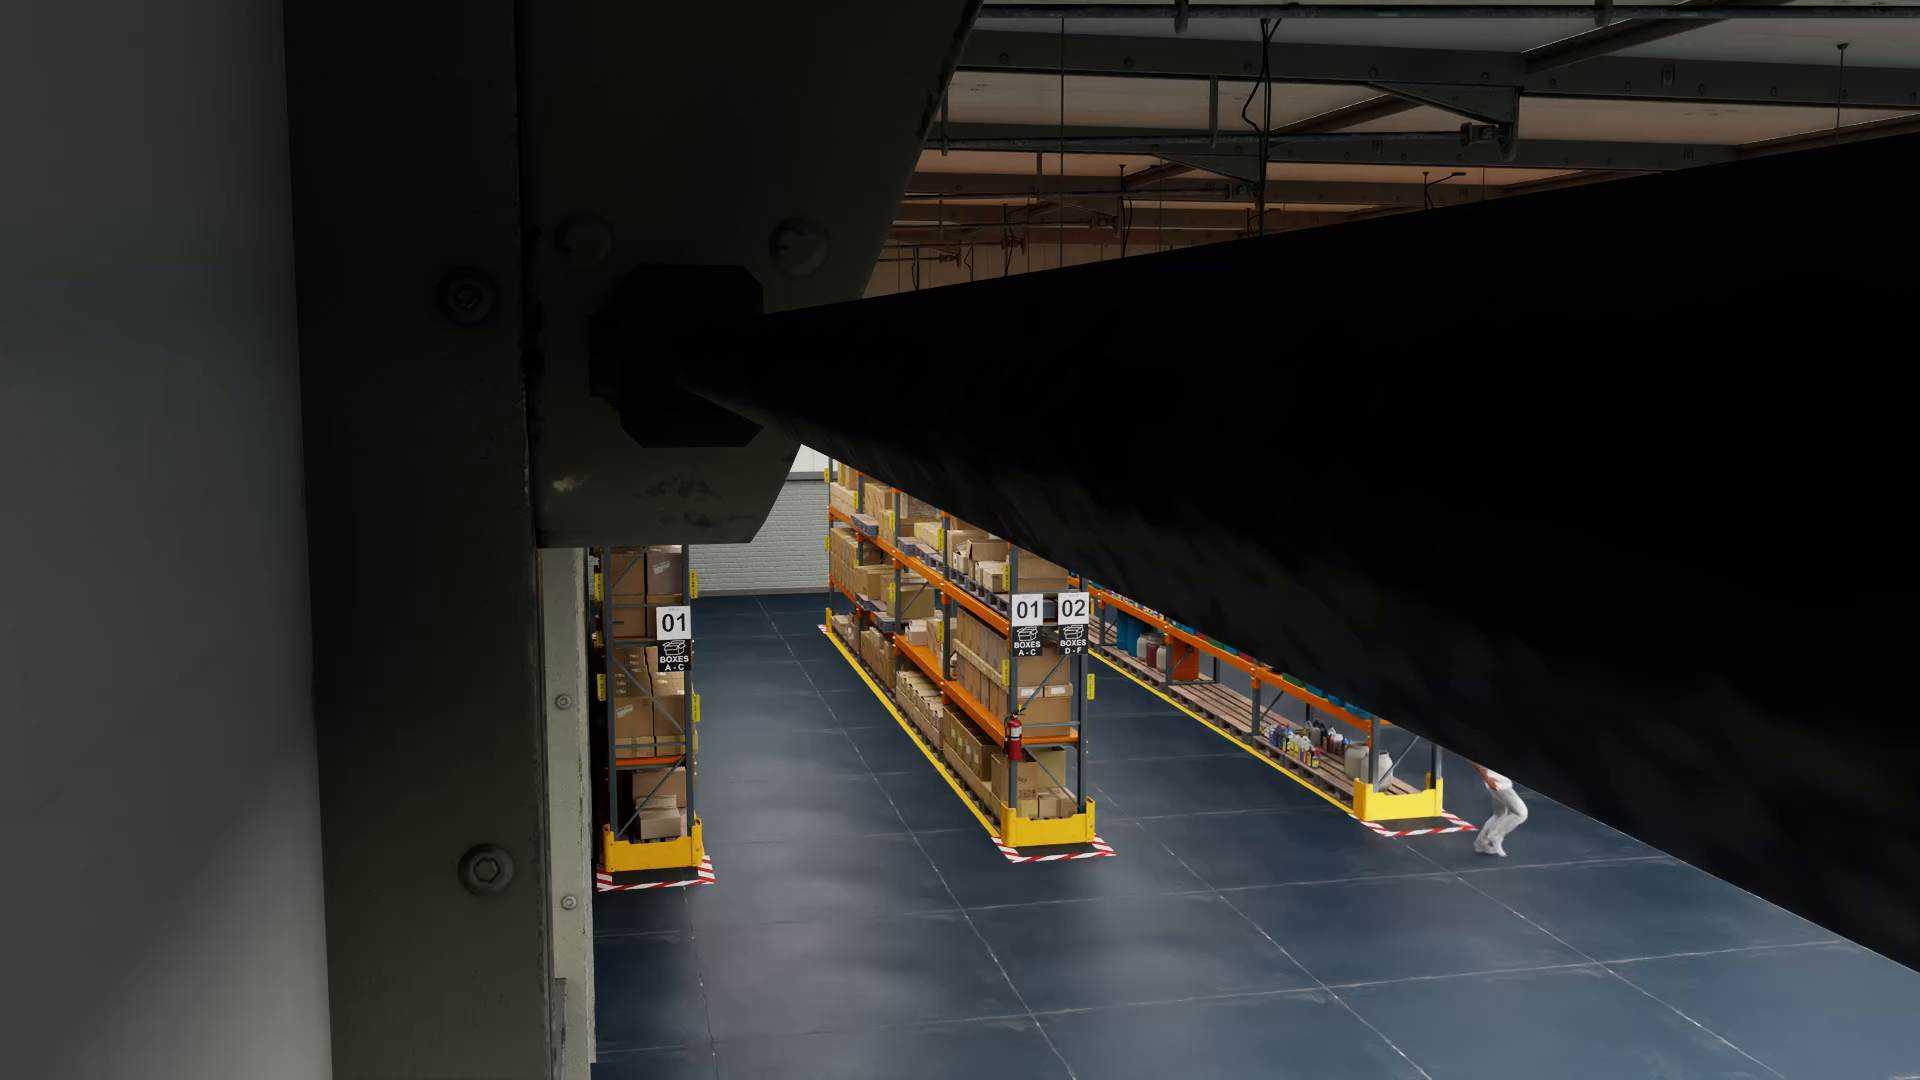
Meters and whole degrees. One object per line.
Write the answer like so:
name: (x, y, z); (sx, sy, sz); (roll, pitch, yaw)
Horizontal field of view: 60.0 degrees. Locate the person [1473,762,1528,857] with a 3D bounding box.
person: (6.680, 3.036, 20.528); (0.646, 1.715, 0.700); (2, 7, 20)
